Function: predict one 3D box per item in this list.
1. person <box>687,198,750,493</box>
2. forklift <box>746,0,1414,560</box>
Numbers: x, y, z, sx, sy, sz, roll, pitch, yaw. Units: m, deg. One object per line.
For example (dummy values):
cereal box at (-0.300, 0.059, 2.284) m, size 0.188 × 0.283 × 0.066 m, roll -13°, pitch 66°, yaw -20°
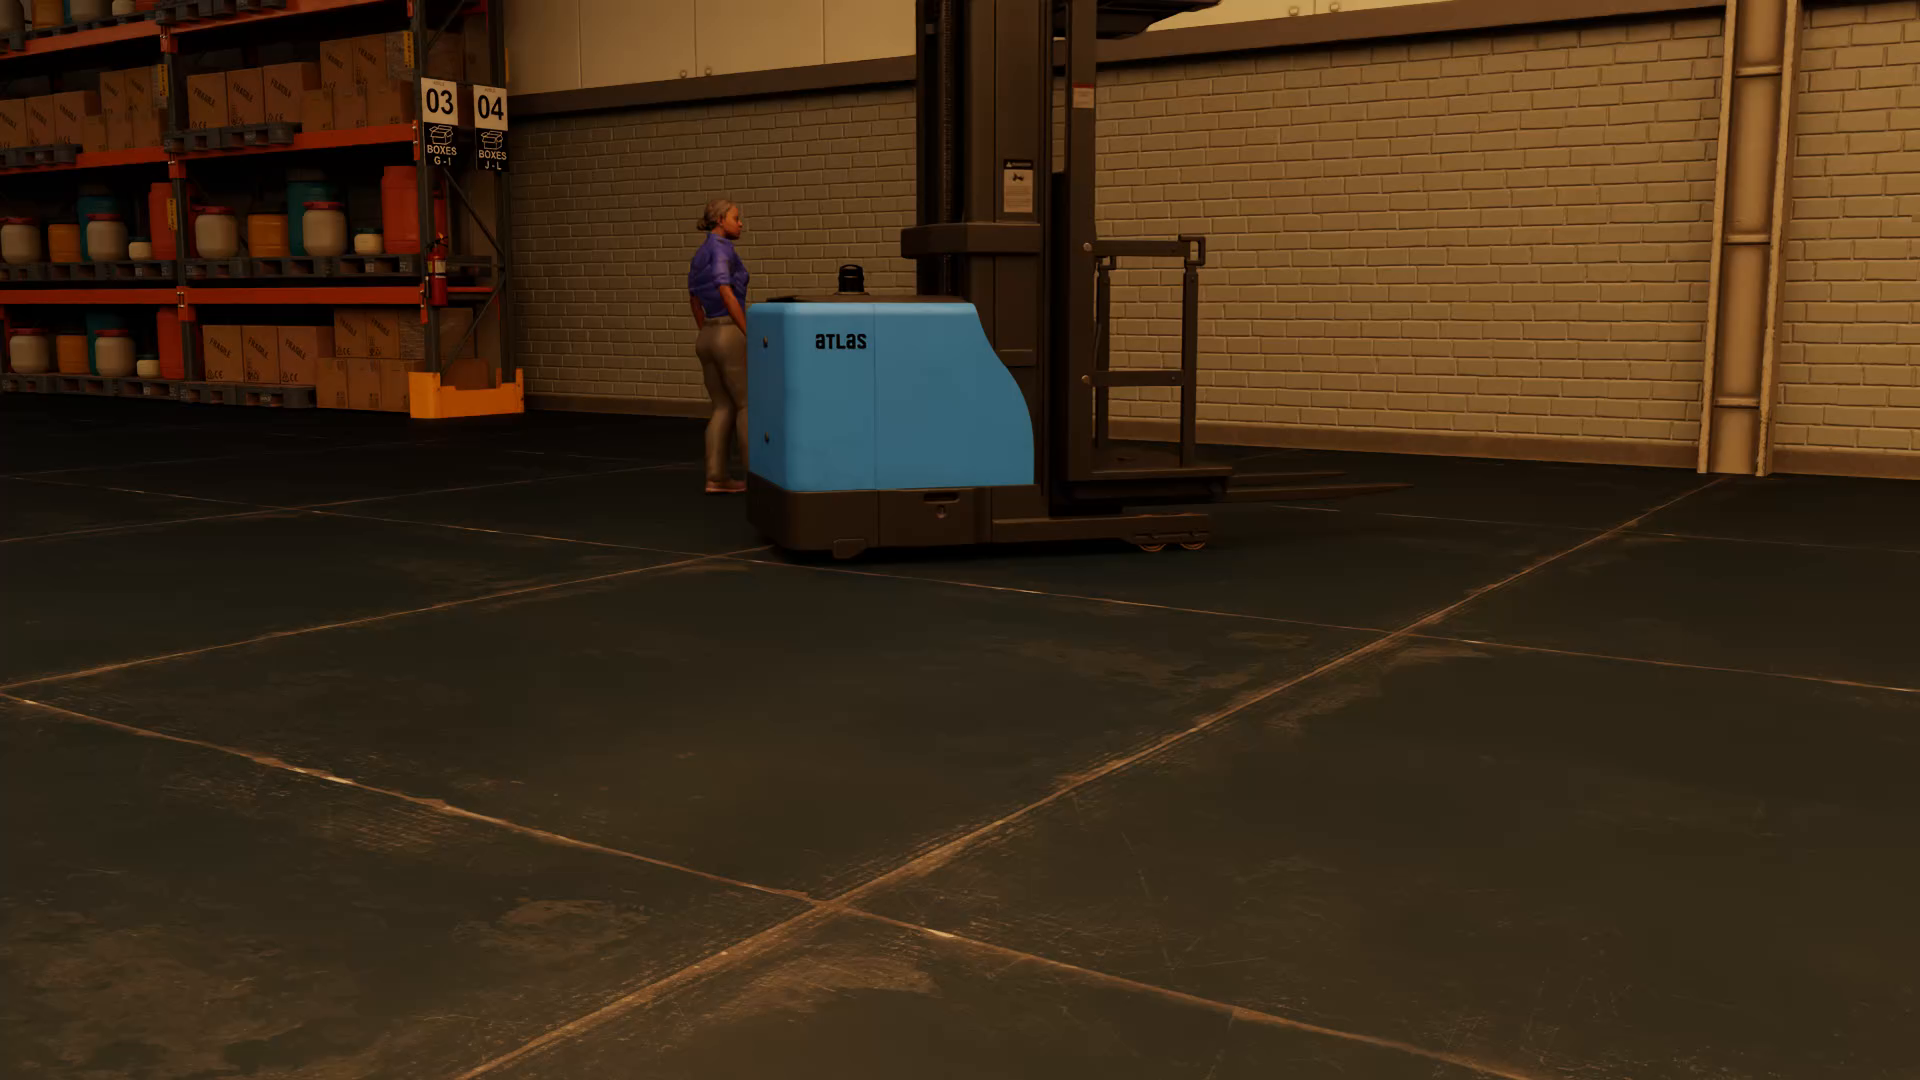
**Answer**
person at (-1.244, -1.089, 9.388) m, size 0.477 × 1.657 × 0.611 m, roll -6°, pitch 10°, yaw -35°
forklift at (0.594, -1.466, 7.505) m, size 3.031 × 2.935 × 1.130 m, roll -3°, pitch 8°, yaw -17°
